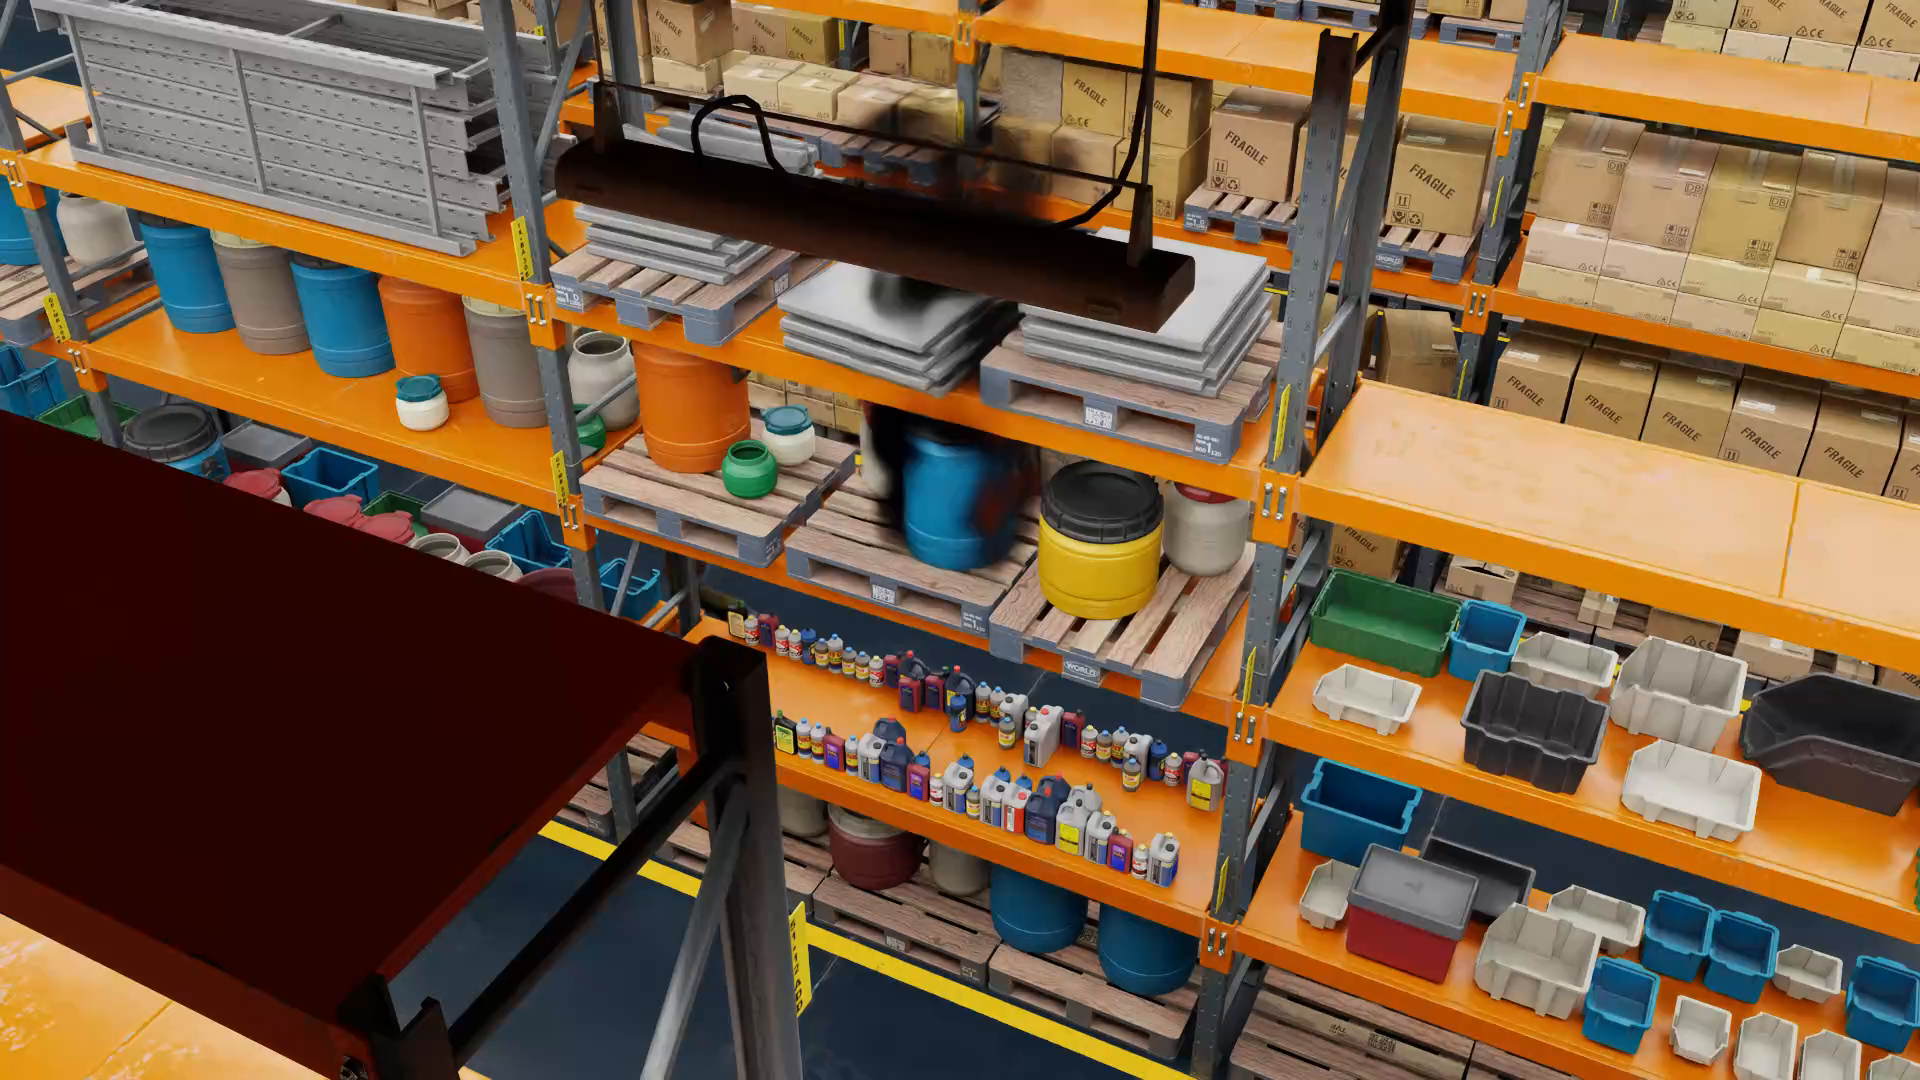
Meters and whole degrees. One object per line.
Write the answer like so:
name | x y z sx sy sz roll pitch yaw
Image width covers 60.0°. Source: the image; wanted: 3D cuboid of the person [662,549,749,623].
person | -1.967 0.011 12.352 0.900 1.769 0.711 14 37 19
